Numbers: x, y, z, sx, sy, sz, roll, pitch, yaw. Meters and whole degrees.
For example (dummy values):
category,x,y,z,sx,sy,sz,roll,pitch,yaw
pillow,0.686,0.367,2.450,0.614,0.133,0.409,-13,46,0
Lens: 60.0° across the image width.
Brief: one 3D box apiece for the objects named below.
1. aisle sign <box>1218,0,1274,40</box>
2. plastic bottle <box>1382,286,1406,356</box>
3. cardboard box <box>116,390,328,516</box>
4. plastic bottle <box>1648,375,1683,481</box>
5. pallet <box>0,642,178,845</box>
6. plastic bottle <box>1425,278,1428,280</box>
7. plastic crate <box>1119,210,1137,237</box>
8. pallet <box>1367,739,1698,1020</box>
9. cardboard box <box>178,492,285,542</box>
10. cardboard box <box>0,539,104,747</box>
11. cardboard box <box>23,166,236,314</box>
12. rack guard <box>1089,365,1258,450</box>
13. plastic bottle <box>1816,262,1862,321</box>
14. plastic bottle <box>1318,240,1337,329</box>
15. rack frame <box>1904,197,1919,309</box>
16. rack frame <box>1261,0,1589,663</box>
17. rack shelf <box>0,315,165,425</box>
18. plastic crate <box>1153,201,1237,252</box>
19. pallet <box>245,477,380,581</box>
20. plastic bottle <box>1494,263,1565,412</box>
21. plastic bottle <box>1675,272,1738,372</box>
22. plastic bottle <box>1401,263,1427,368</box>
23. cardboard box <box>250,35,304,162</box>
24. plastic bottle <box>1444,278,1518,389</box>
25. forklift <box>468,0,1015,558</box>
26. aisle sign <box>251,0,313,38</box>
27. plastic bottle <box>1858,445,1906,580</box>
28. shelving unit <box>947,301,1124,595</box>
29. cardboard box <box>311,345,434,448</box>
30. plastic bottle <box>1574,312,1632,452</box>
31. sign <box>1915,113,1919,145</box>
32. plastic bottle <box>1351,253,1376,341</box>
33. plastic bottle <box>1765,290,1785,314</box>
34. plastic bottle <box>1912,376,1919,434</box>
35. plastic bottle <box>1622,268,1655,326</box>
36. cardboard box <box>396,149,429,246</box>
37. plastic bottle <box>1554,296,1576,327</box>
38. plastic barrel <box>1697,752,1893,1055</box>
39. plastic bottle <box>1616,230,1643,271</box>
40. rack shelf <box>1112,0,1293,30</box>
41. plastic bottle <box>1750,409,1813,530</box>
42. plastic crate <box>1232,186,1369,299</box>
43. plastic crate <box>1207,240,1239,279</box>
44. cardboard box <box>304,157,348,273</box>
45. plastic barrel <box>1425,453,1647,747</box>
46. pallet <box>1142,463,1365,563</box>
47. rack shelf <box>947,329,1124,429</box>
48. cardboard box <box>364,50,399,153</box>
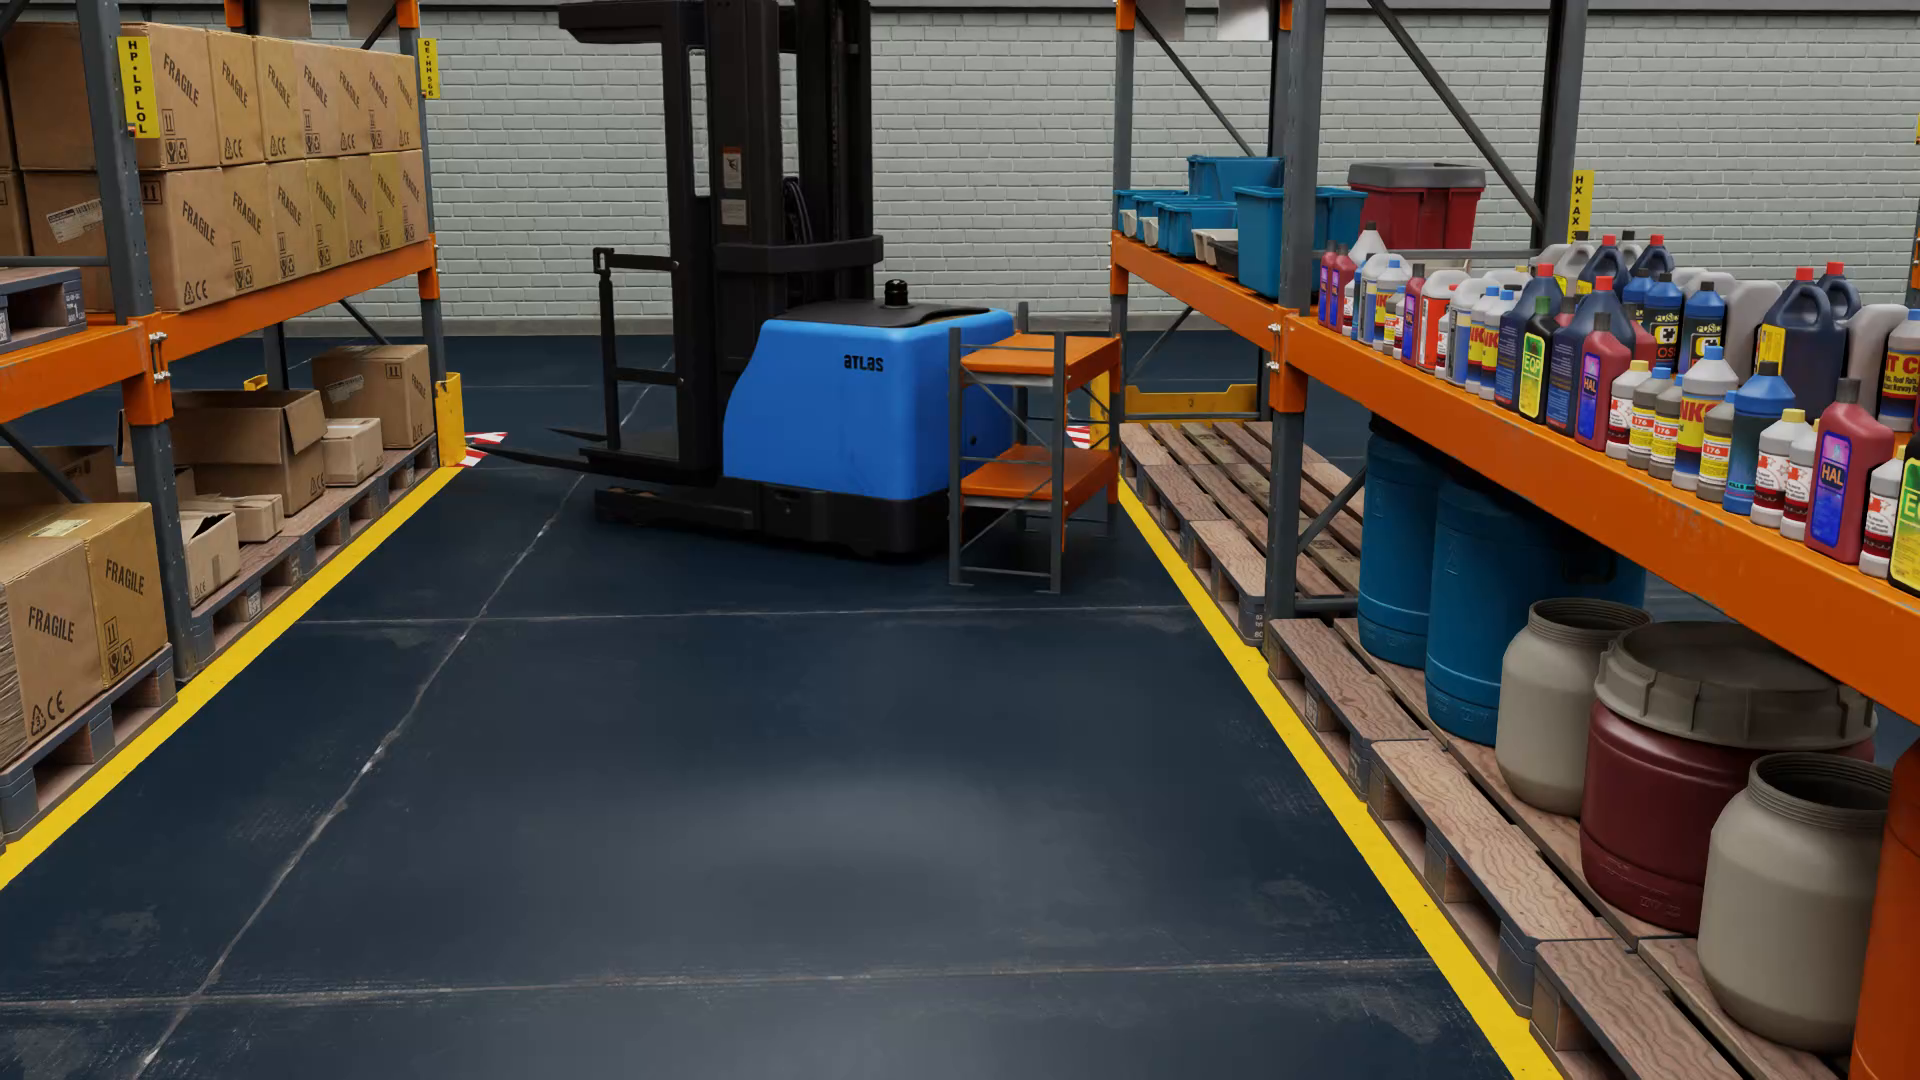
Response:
category,x,y,z,sx,sy,sz,roll,pitch,yaw
aisle sign,1.693,-3.289,9.572,0.394,0.787,0.004,-1,14,-3
plastic bottle,1.310,-0.651,4.935,0.097,0.201,0.097,0,14,0
cardboard box,-3.413,-0.408,7.721,0.797,0.503,0.637,-1,14,-3
plastic bottle,1.416,-0.223,3.272,0.097,0.201,0.097,0,14,0
pallet,-3.203,0.615,5.212,1.003,0.211,1.213,-1,14,-3
plastic bottle,1.447,-0.711,5.169,0.097,0.201,0.097,0,14,0
plastic crate,1.029,-1.761,9.261,0.250,0.136,0.298,-1,14,-3
pallet,1.738,0.834,4.360,1.003,0.211,1.213,-1,14,-3
cardboard box,-3.165,-0.101,7.201,0.380,0.166,0.250,-1,14,-3
cardboard box,-2.952,0.302,4.967,0.500,0.500,0.500,-1,14,-3
cardboard box,-3.051,-1.117,6.145,0.500,0.500,0.500,-1,14,-2
rack guard,1.391,-0.803,10.143,1.175,0.500,0.348,-1,14,-3
plastic bottle,2.105,-0.491,4.015,0.144,0.351,0.185,-1,14,-3
plastic bottle,1.250,-0.858,5.577,0.061,0.283,0.133,-1,14,-3
rack frame,6.348,-2.084,10.106,1.000,3.000,0.127,-1,14,-3
rack frame,1.653,-1.013,5.943,1.000,3.000,0.127,-1,14,-3
rack shelf,-3.167,-0.091,3.805,1.077,0.370,4.000,-1,14,-3
plastic crate,1.173,-1.562,8.291,0.416,0.233,0.300,-1,14,-3
pallet,-3.411,-0.062,7.842,1.003,0.211,1.213,-1,14,-3
plastic bottle,1.391,-0.492,4.016,0.144,0.351,0.185,-1,14,-3
plastic bottle,2.062,-0.610,4.626,0.152,0.276,0.135,-1,14,-3
plastic bottle,1.305,-0.638,4.719,0.061,0.283,0.133,-1,14,-3
cardboard box,-3.103,-1.847,6.980,0.500,0.500,0.500,-1,14,-5
plastic bottle,1.373,-0.544,4.369,0.152,0.276,0.135,-1,14,-3
forklift,-1.247,-1.593,8.336,3.031,2.935,1.130,9,17,31
aisle sign,-3.836,-3.203,9.240,0.394,0.787,0.004,-1,14,-3
plastic bottle,1.461,-0.045,2.579,0.097,0.201,0.097,0,14,0
shelving unit,0.357,-0.452,7.525,0.538,1.125,1.048,5,15,18
cardboard box,-3.260,-0.803,9.261,0.500,0.500,0.500,-1,14,-3
plastic bottle,1.379,-0.340,3.561,0.061,0.283,0.133,-1,14,-3
sign,5.794,-2.534,9.961,0.100,0.325,0.005,-1,14,-3
plastic bottle,1.289,-0.767,5.245,0.097,0.271,0.097,0,14,0
plastic bottle,2.059,-0.487,4.159,0.097,0.271,0.097,0,14,0
plastic bottle,2.170,-0.362,3.648,0.061,0.283,0.133,-1,14,-3
plastic bottle,1.930,-0.635,4.731,0.097,0.271,0.097,0,14,0
cardboard box,-3.240,-1.873,9.086,0.500,0.500,0.500,0,14,-2
plastic bottle,1.420,-0.420,3.872,0.061,0.283,0.133,-1,14,-3
plastic barrel,1.729,0.723,3.346,0.421,0.512,0.421,0,14,0
plastic bottle,2.036,-0.765,5.080,0.144,0.351,0.185,-1,14,-3
rack shelf,1.529,-2.614,7.592,1.077,0.370,4.000,-1,14,-3
plastic bottle,1.441,-0.126,2.896,0.097,0.201,0.097,0,14,0
plastic crate,1.283,-1.145,6.368,0.392,0.384,0.575,-1,14,-3
plastic crate,1.315,-1.183,7.035,0.437,0.125,0.590,-1,14,-3
cardboard box,-3.148,-1.495,7.615,0.500,0.500,0.500,-1,14,-4
plastic barrel,1.713,0.112,4.940,0.600,0.901,0.708,-1,14,-3
pallet,1.490,-0.149,8.180,1.003,0.211,1.213,-1,14,-3
rack shelf,0.357,-0.735,7.452,0.538,0.278,1.000,5,15,18
cardboard box,-3.205,-2.233,8.476,0.500,0.500,0.500,0,14,-2
